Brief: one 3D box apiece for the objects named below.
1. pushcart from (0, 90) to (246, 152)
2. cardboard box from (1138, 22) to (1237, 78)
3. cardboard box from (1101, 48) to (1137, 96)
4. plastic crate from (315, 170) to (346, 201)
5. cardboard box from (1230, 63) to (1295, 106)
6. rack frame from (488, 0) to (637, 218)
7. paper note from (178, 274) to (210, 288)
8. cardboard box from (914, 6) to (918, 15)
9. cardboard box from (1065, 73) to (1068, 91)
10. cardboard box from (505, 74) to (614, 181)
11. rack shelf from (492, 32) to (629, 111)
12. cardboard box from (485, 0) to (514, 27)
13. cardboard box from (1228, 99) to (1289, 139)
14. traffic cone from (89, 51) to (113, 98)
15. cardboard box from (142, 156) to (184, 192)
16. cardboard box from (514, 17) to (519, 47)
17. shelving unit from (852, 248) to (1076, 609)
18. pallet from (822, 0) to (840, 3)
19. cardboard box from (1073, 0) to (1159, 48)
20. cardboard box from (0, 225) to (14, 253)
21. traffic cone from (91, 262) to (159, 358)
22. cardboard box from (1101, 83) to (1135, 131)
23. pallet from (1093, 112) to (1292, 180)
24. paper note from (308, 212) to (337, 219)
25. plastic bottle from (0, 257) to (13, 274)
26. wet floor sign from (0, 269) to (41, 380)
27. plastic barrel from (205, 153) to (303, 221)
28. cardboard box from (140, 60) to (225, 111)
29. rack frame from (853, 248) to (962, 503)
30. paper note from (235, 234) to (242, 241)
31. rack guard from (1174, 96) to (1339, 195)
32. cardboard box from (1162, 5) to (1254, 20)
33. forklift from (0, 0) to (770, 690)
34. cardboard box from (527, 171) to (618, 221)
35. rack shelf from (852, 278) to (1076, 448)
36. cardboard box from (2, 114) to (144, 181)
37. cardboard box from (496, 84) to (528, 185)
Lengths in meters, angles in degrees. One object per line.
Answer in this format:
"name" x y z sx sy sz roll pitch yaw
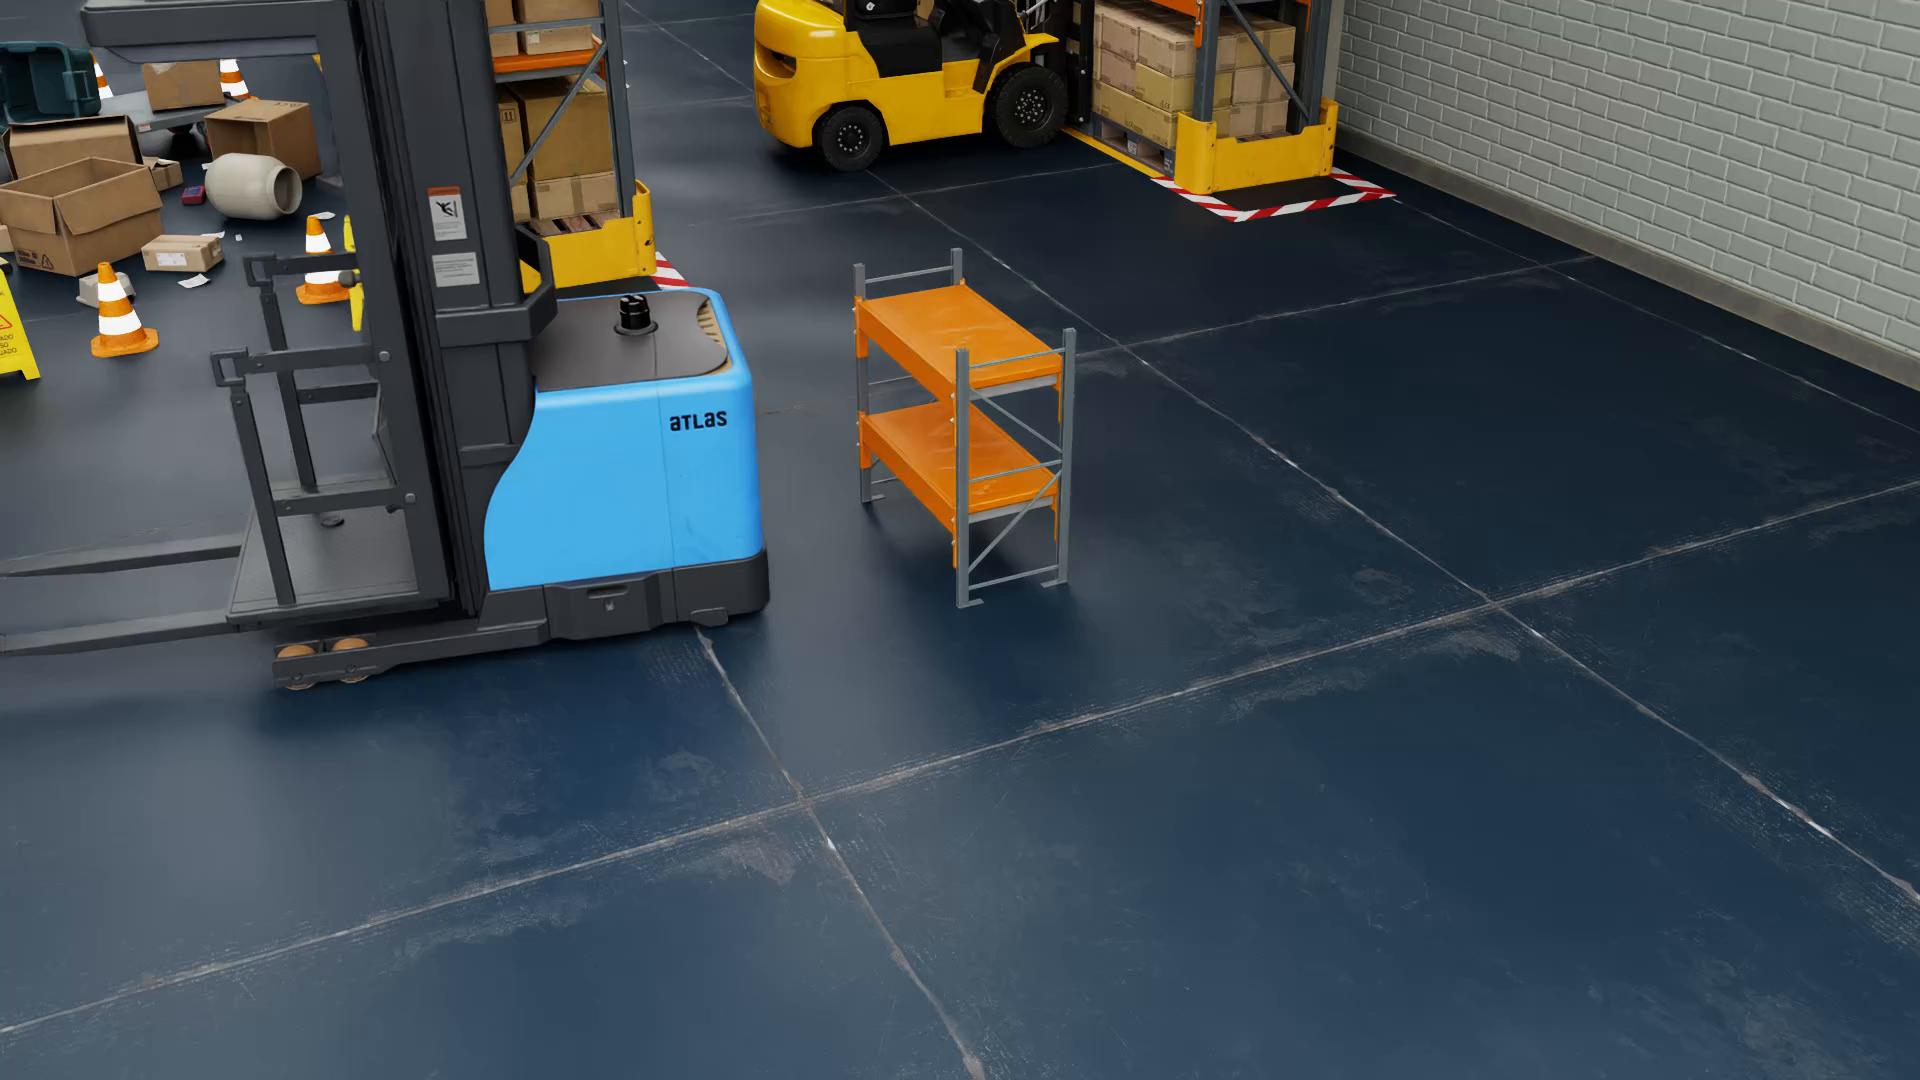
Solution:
"pushcart" -6.157 -2.978 12.174 0.936 0.377 1.648 26 38 38
"cardboard box" 1.600 -3.457 11.708 0.500 0.250 0.500 -12 31 -20
"cardboard box" 1.382 -3.474 12.249 0.500 0.250 0.500 -13 32 -22
"plastic crate" -4.186 -2.483 11.596 0.583 0.080 0.402 26 38 38
"cardboard box" 2.065 -3.352 12.032 0.500 0.250 0.500 -12 32 -21
"rack frame" -2.402 -2.855 9.275 1.000 3.000 0.127 -13 32 -22
"paper note" -4.606 -1.560 10.000 0.142 0.019 0.148 26 38 38
"cardboard box" -0.198 -5.386 15.787 0.875 0.625 0.625 -13 32 -22
"cardboard box" 0.937 -3.693 13.152 0.500 0.250 0.500 -12 31 -20
"cardboard box" -2.509 -2.591 10.419 0.500 0.500 0.500 -14 32 -24
"rack shelf" -3.261 -3.425 11.026 1.077 0.370 4.000 -13 32 -22
"cardboard box" -2.884 -3.210 9.502 0.500 0.500 0.500 -14 32 -23
"cardboard box" 2.045 -3.141 12.166 0.500 0.250 0.500 -13 32 -22
"traffic cone" -6.944 -3.688 13.353 0.336 0.463 0.334 -13 32 -22
"cardboard box" -5.708 -2.619 11.649 0.396 0.266 0.258 13 32 21
"cardboard box" -2.482 -3.048 9.875 0.380 0.149 0.250 -13 32 -21
"shelving unit" -0.003 -0.494 6.980 0.538 1.125 1.048 -13 32 -22
"pallet" -1.037 -5.845 17.457 1.003 0.211 1.213 -13 32 -22
"cardboard box" 1.150 -3.902 12.501 0.500 0.250 0.500 -13 32 -21
"cardboard box" -6.145 -1.973 10.497 0.396 0.266 0.258 -8 30 -13
"traffic cone" -4.608 -1.284 9.068 0.336 0.463 0.334 -13 32 -22
"cardboard box" 1.387 -3.246 12.353 0.500 0.250 0.500 -13 32 -22
"pallet" 1.713 -3.012 12.405 1.003 0.211 1.213 -13 32 -22
"paper note" -4.247 -2.166 11.081 0.148 0.019 0.142 26 38 38
"plastic bottle" -5.936 -1.691 10.202 0.283 0.061 0.133 26 38 38
"wet floor sign" -5.029 -1.147 8.636 0.267 0.644 0.232 -19 35 -30
"plastic barrel" -4.656 -2.326 10.965 0.512 0.421 0.421 7 30 13
"cardboard box" -5.714 -3.475 12.162 0.500 0.500 0.500 -13 32 -22
"rack frame" -0.221 -0.718 7.381 0.500 1.125 0.032 -13 32 -22
"paper note" -4.649 -1.949 10.716 0.032 0.001 0.123 -13 32 -22
"rack guard" 2.090 -2.798 11.729 1.175 0.500 0.348 -13 32 -22
"cardboard box" 1.826 -3.791 12.303 0.500 0.250 0.500 -13 32 -22
"forklift" -2.338 -1.001 6.039 3.031 2.935 1.130 -7 30 -13
"cardboard box" -2.499 -2.253 10.584 0.500 0.250 0.500 -13 32 -22
"rack shelf" -0.003 -0.749 6.837 0.538 0.278 1.000 -13 32 -22
"cardboard box" -5.852 -2.481 11.021 0.797 0.637 0.503 -13 32 -22
"cardboard box" -2.982 -2.465 10.195 0.500 0.500 0.500 -13 32 -22
